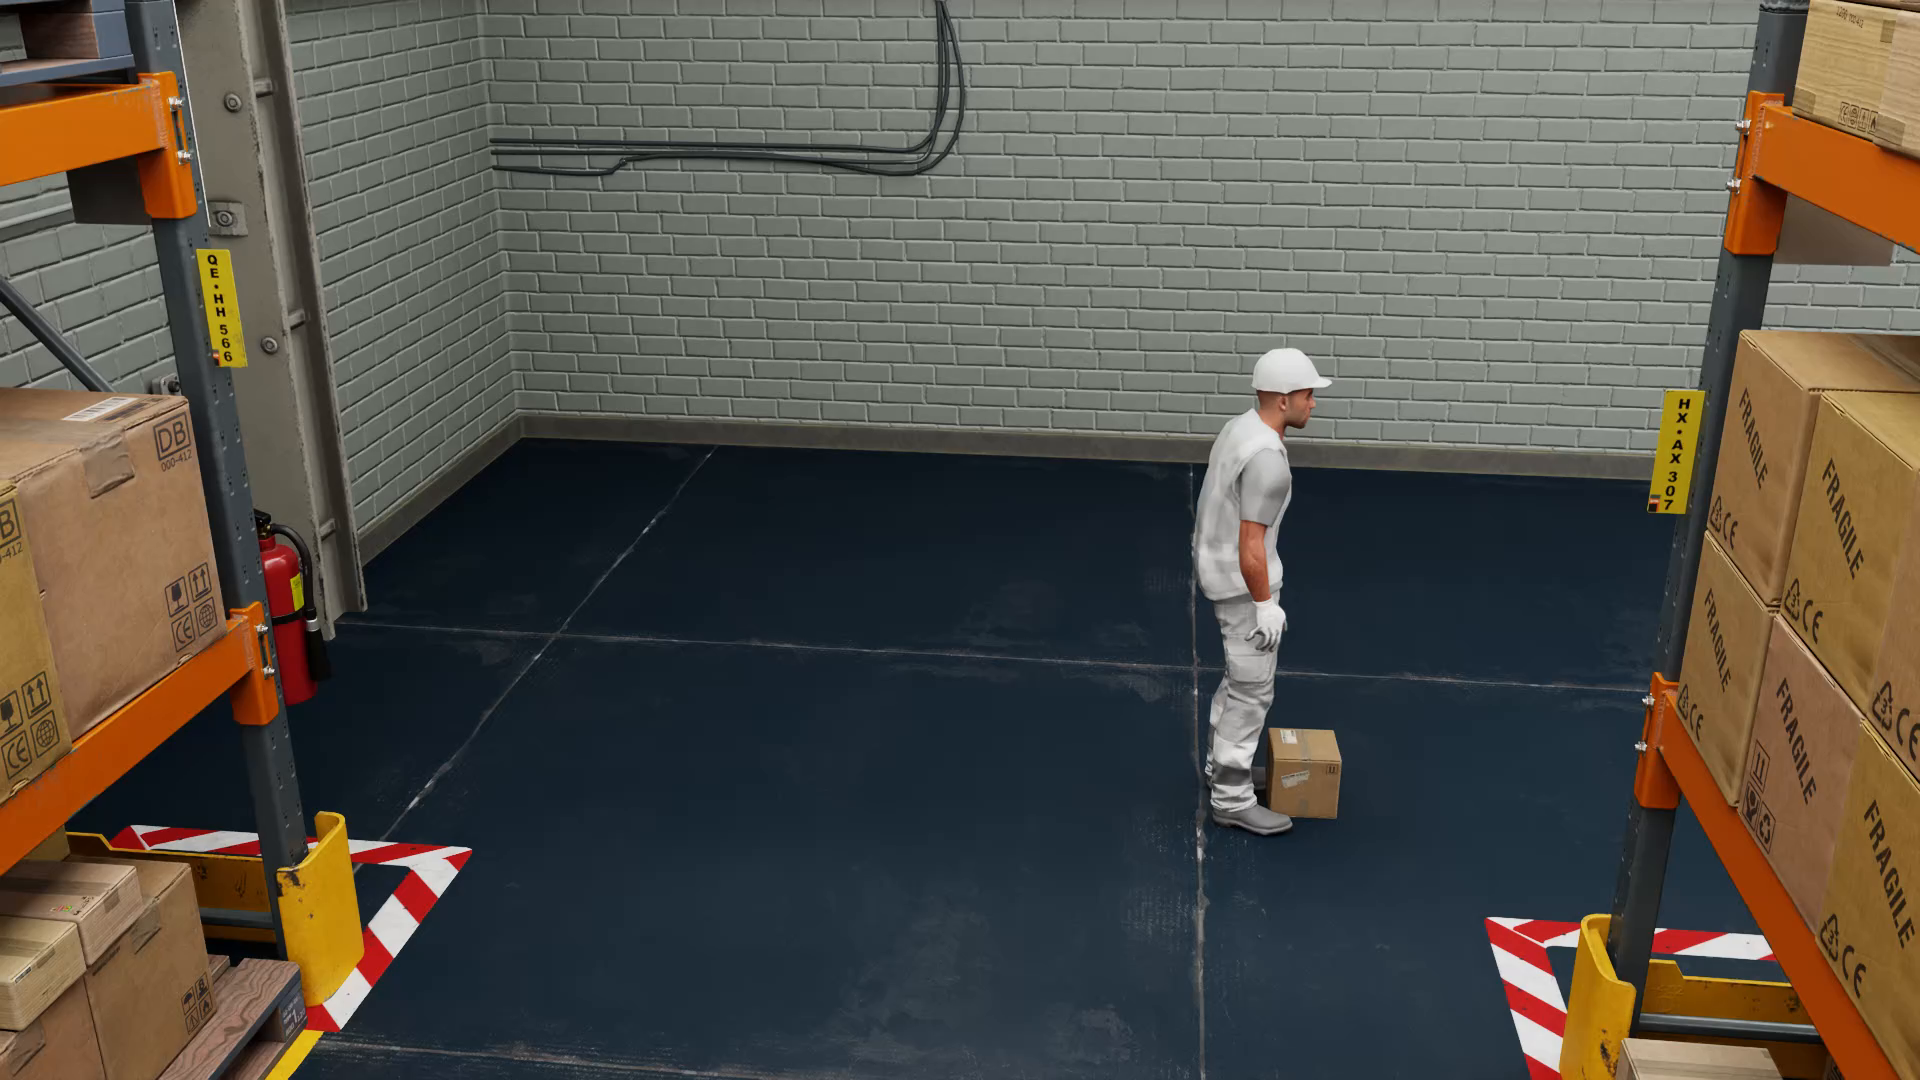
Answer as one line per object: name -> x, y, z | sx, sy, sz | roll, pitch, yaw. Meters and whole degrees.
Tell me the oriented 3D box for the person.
person -> 1.084, 0.169, 6.121 | 0.453, 1.778, 0.617 | 1, 21, 3
